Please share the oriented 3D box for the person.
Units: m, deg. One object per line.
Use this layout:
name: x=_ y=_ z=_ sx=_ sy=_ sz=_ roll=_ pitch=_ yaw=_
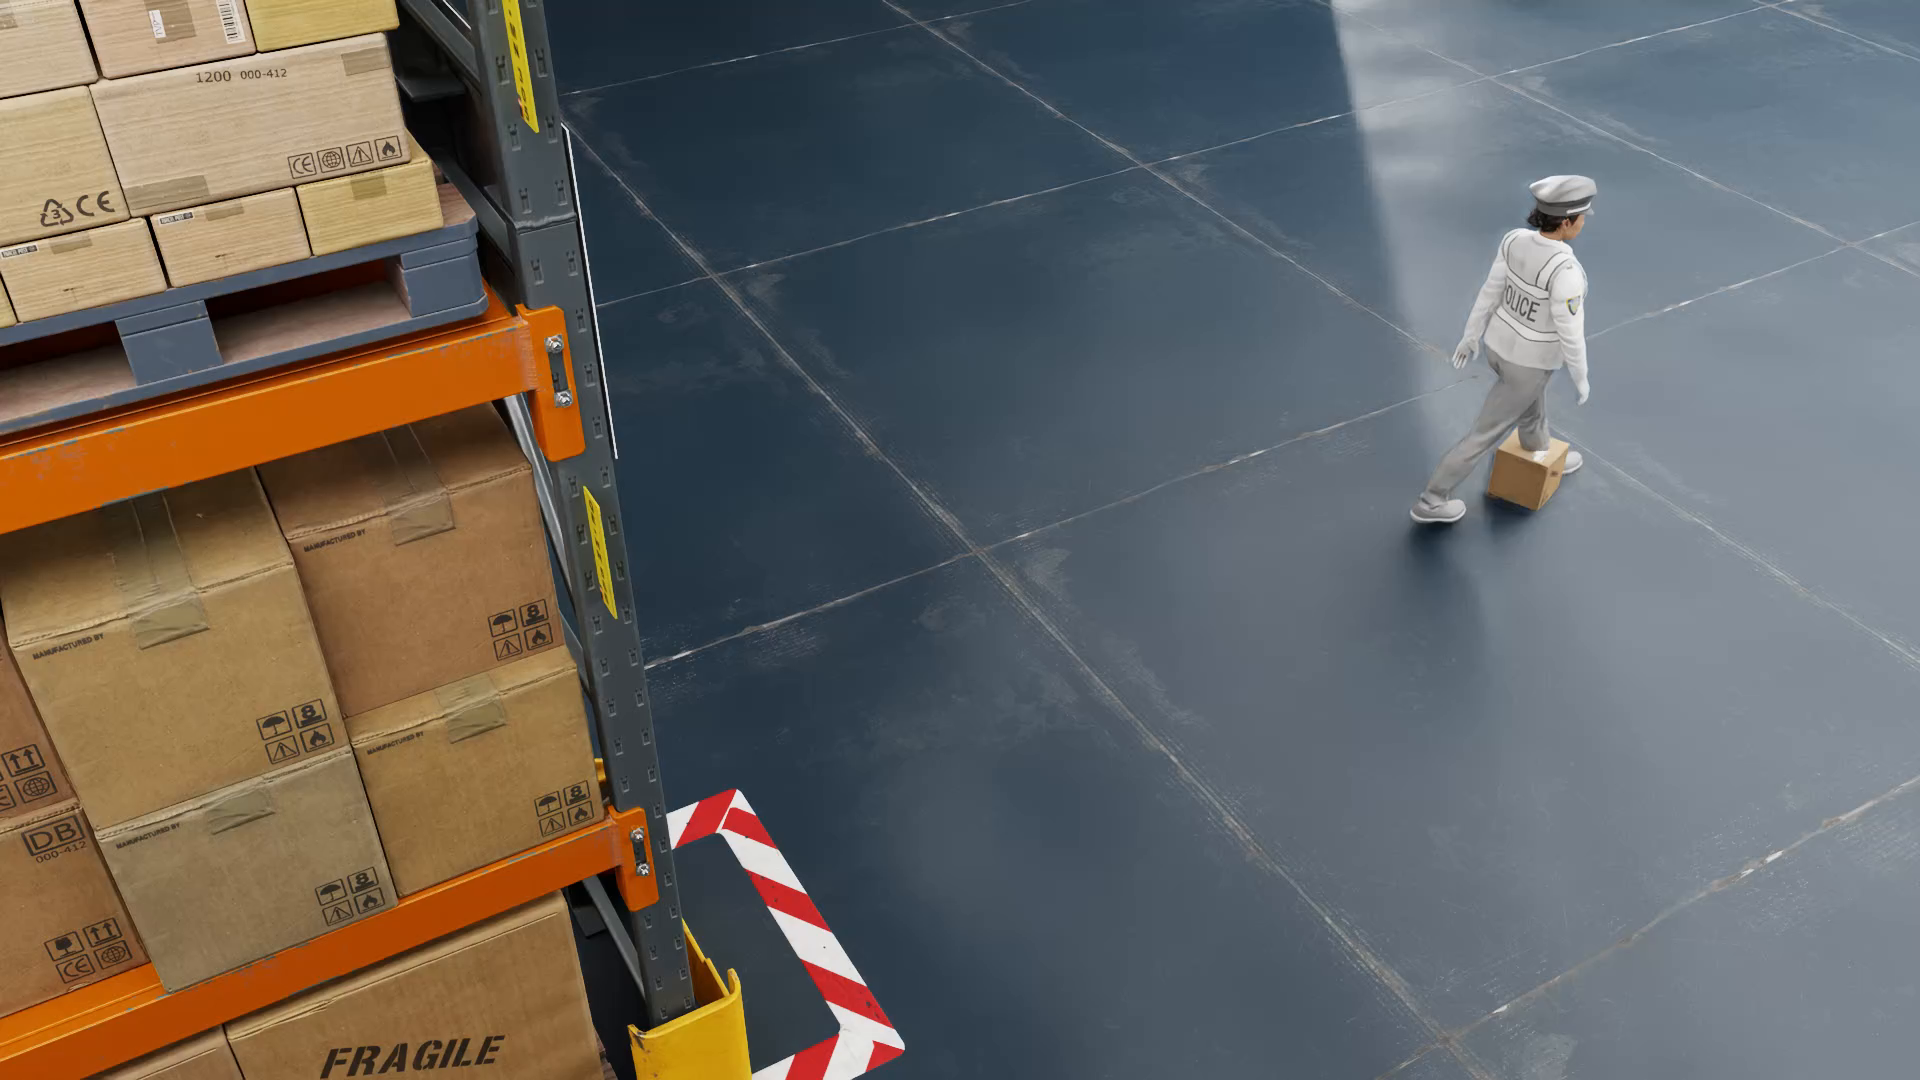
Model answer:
person: x=2.516 y=-0.816 z=7.210 sx=1.003 sy=1.603 sz=0.533 roll=-9 pitch=38 yaw=-12
